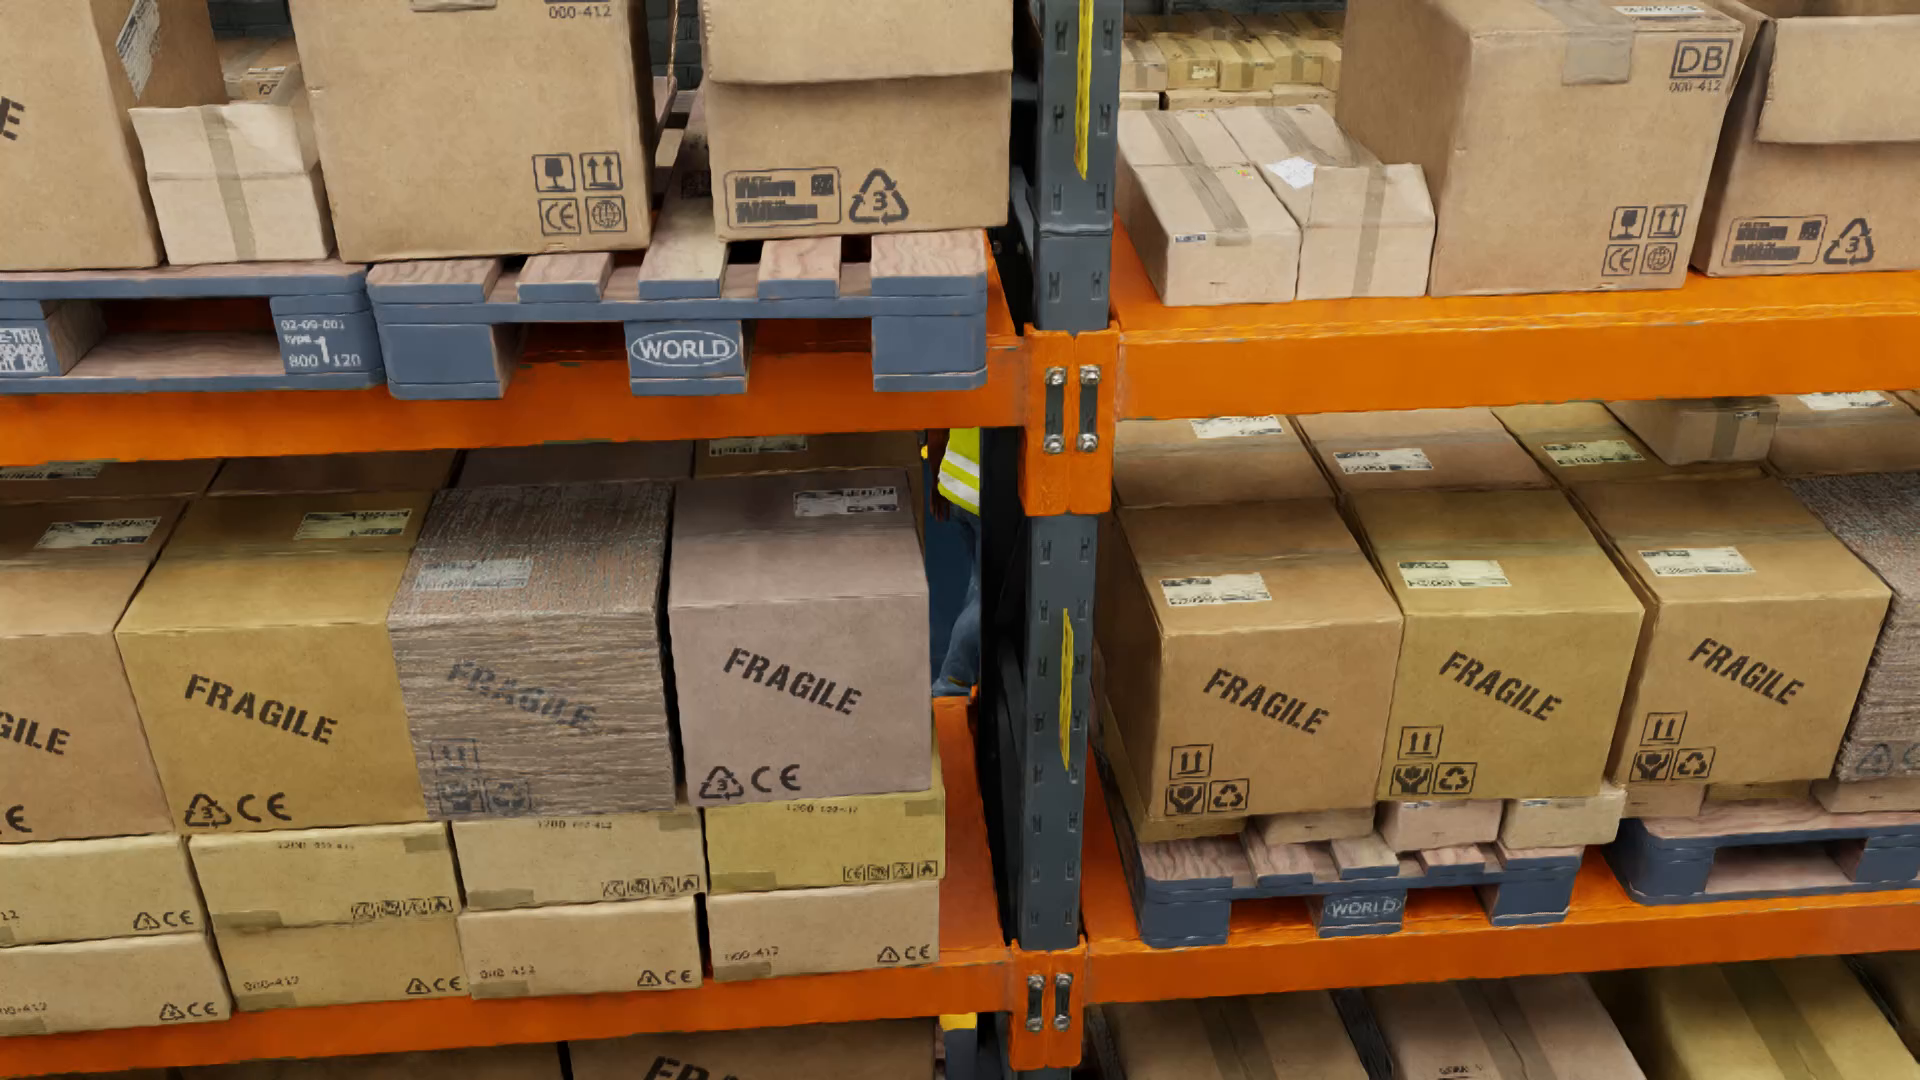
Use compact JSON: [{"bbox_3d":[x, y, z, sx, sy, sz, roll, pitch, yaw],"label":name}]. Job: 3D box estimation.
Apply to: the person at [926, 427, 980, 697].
[{"bbox_3d":[0.073,-0.147,6.361,0.559,1.754,0.607,-22,37,-32],"label":"person"}]
